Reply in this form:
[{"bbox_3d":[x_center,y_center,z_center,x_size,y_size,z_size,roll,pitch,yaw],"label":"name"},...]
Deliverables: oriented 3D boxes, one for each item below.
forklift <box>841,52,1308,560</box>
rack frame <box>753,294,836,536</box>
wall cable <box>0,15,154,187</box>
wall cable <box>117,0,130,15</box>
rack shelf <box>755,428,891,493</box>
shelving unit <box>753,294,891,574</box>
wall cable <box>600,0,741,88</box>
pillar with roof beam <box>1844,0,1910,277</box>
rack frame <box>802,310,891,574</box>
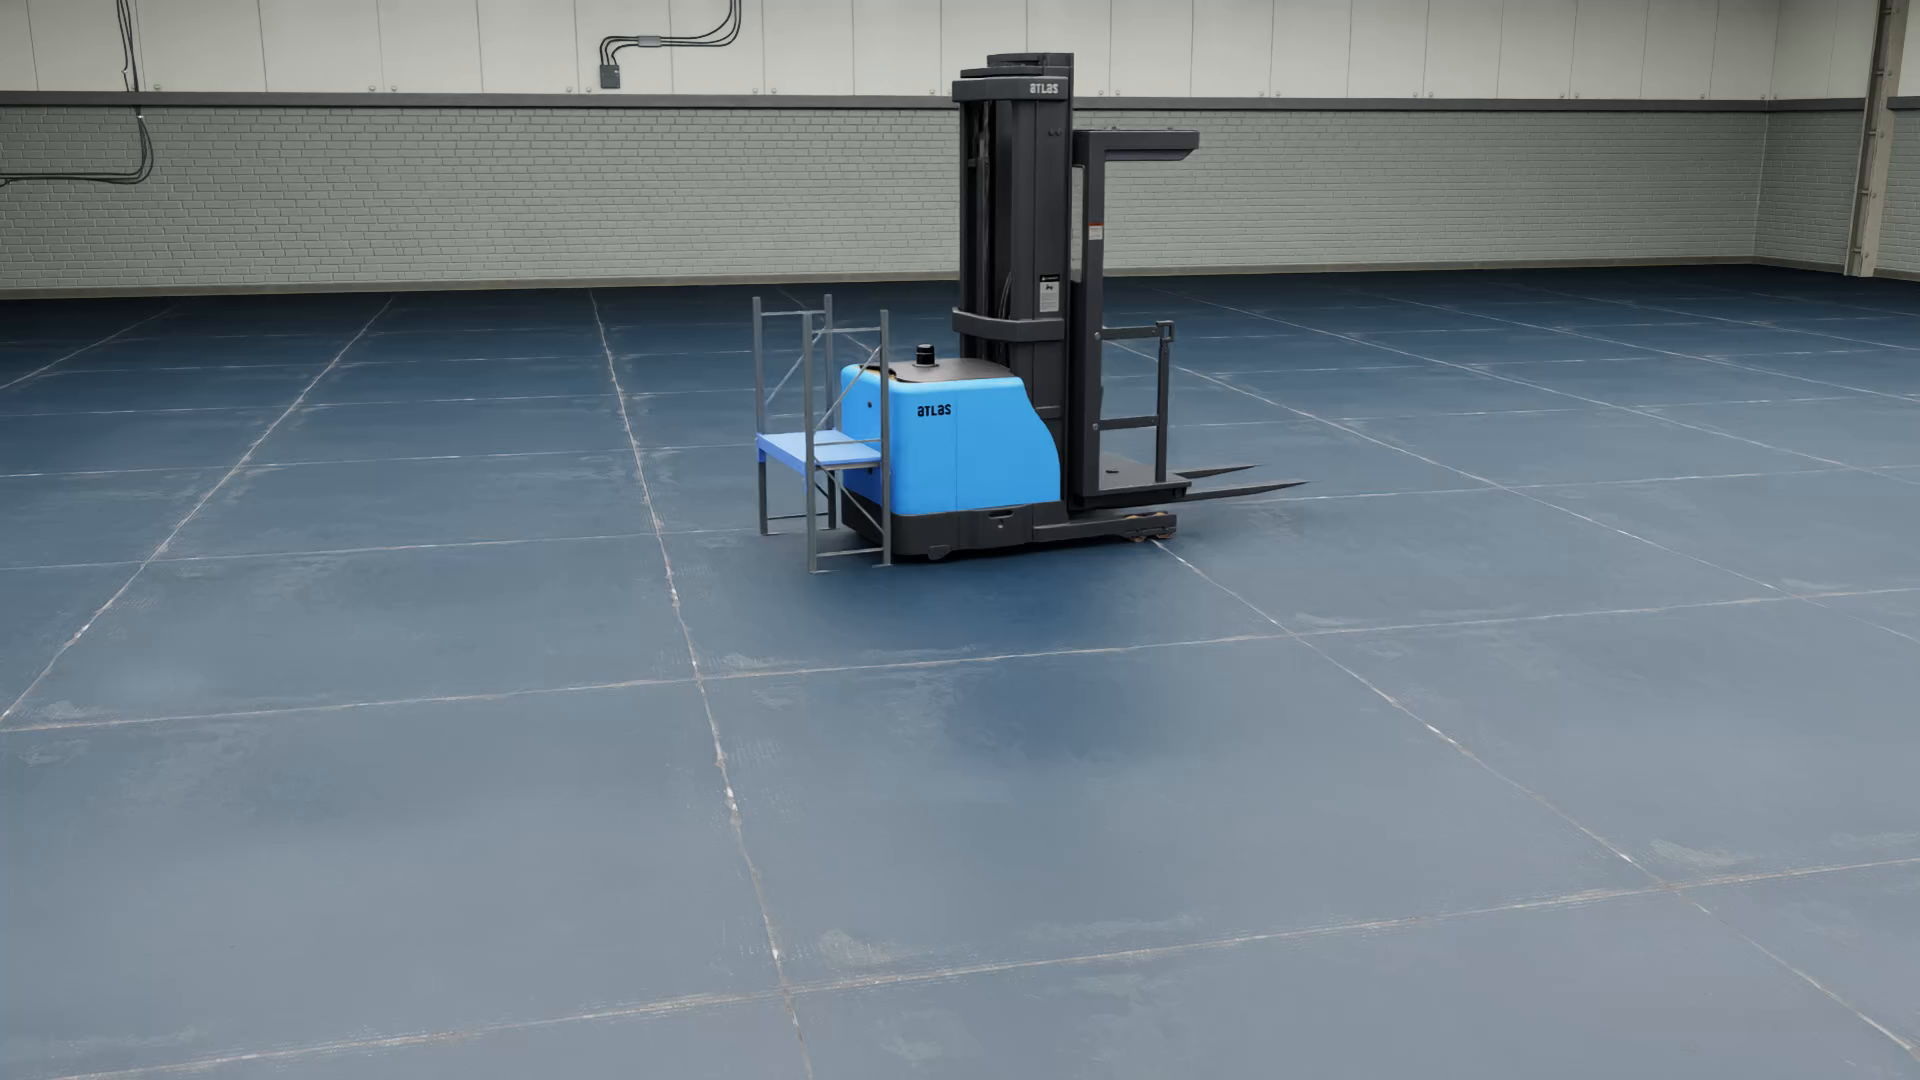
[{"bbox_3d":[0.806,-1.518,10.463,3.031,2.935,1.130,-6,15,-24],"label":"forklift"},{"bbox_3d":[-1.034,-0.778,10.452,0.500,1.500,0.032,-6,15,-22],"label":"rack frame"},{"bbox_3d":[-13.907,-6.599,25.018,3.097,2.526,0.112,-3,14,-13],"label":"wall cable"},{"bbox_3d":[-11.277,-9.203,25.036,3.097,2.526,0.112,-3,14,-13],"label":"wall cable"},{"bbox_3d":[-0.839,-0.492,10.039,0.538,0.185,1.000,-6,15,-22],"label":"rack shelf"},{"bbox_3d":[-0.839,-0.667,9.997,0.538,1.500,1.048,-6,15,-22],"label":"shelving unit"},{"bbox_3d":[-4.675,-10.285,26.397,2.305,6.003,0.169,-3,14,-13],"label":"wall cable"},{"bbox_3d":[11.934,-8.870,27.770,9.100,9.000,0.400,-3,14,-13],"label":"pillar with roof beam"},{"bbox_3d":[-0.644,-0.556,9.541,0.500,1.500,0.032,-6,15,-22],"label":"rack frame"}]
